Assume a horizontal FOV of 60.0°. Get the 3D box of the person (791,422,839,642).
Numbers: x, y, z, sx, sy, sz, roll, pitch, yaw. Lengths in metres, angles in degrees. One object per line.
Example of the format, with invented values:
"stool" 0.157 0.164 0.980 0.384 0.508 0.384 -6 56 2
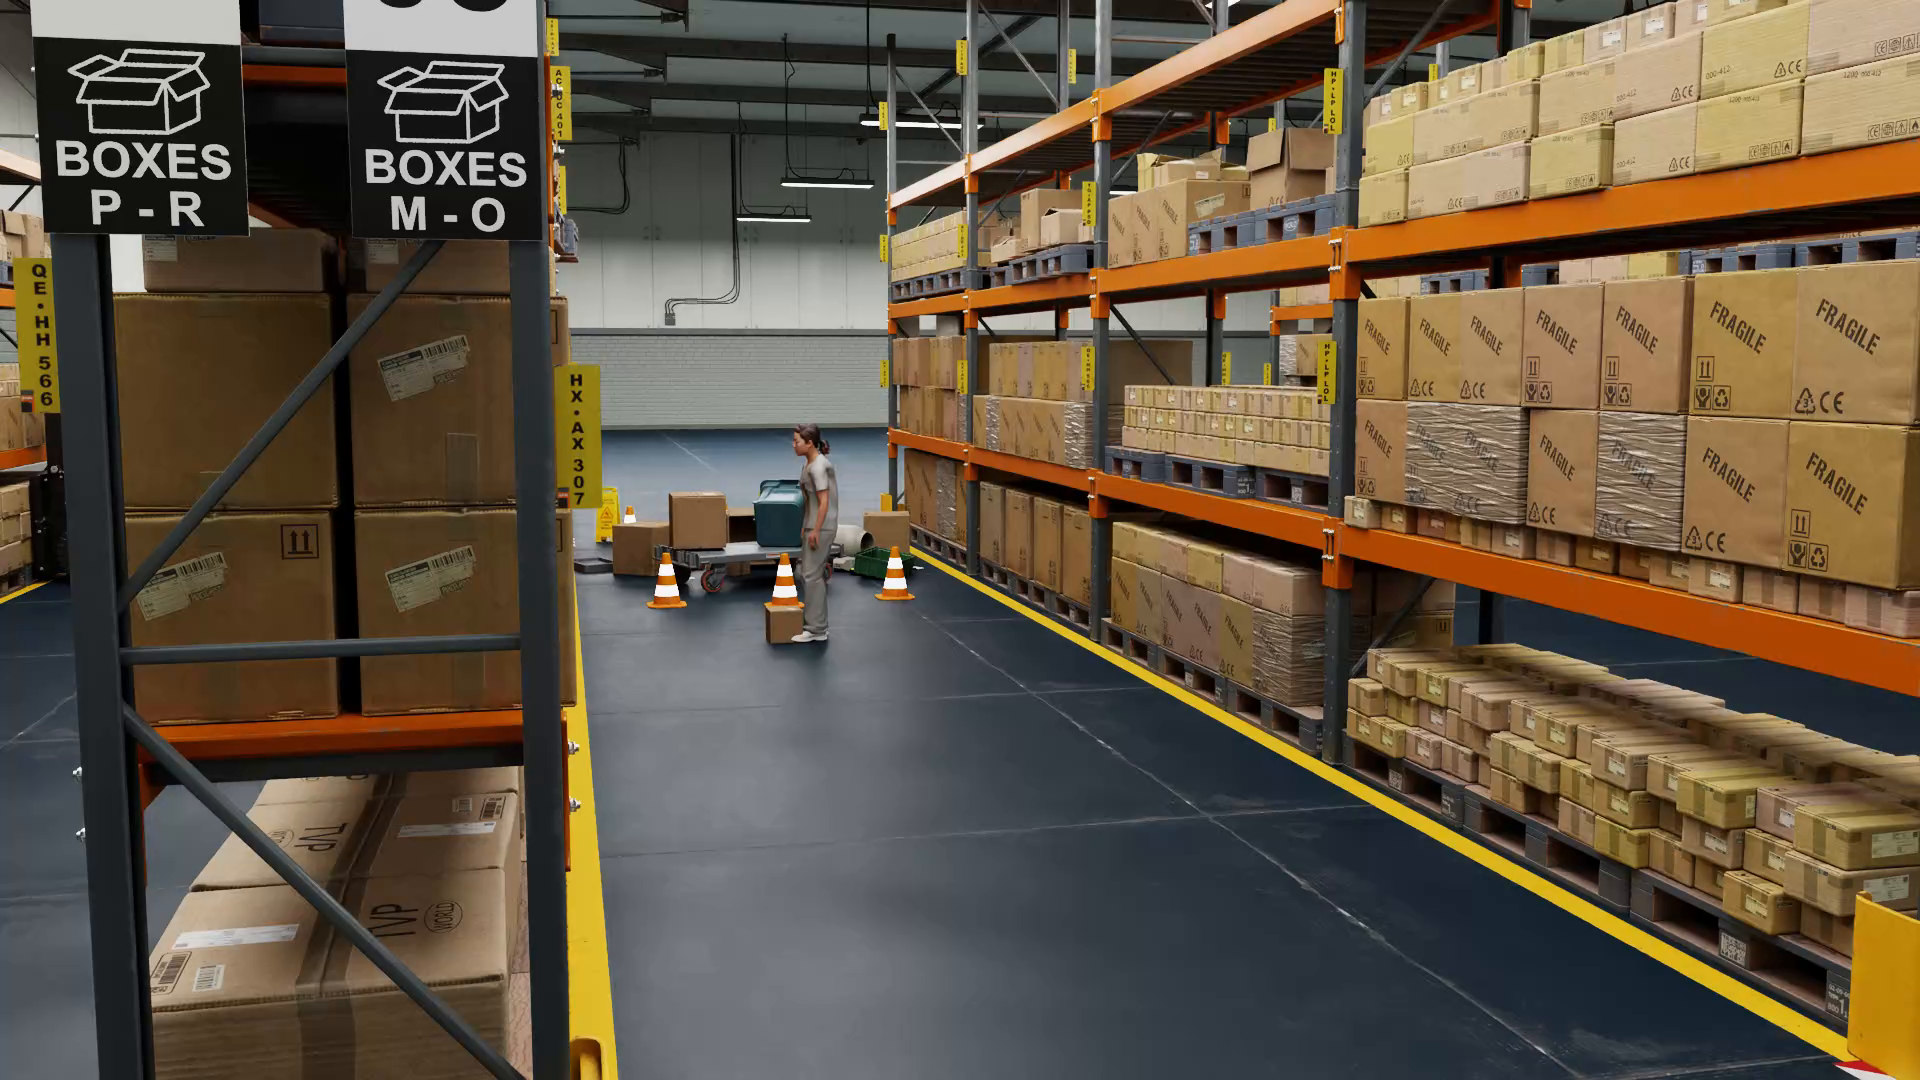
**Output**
"person" -1.137 -0.066 12.748 0.404 1.673 0.489 -2 6 -14
